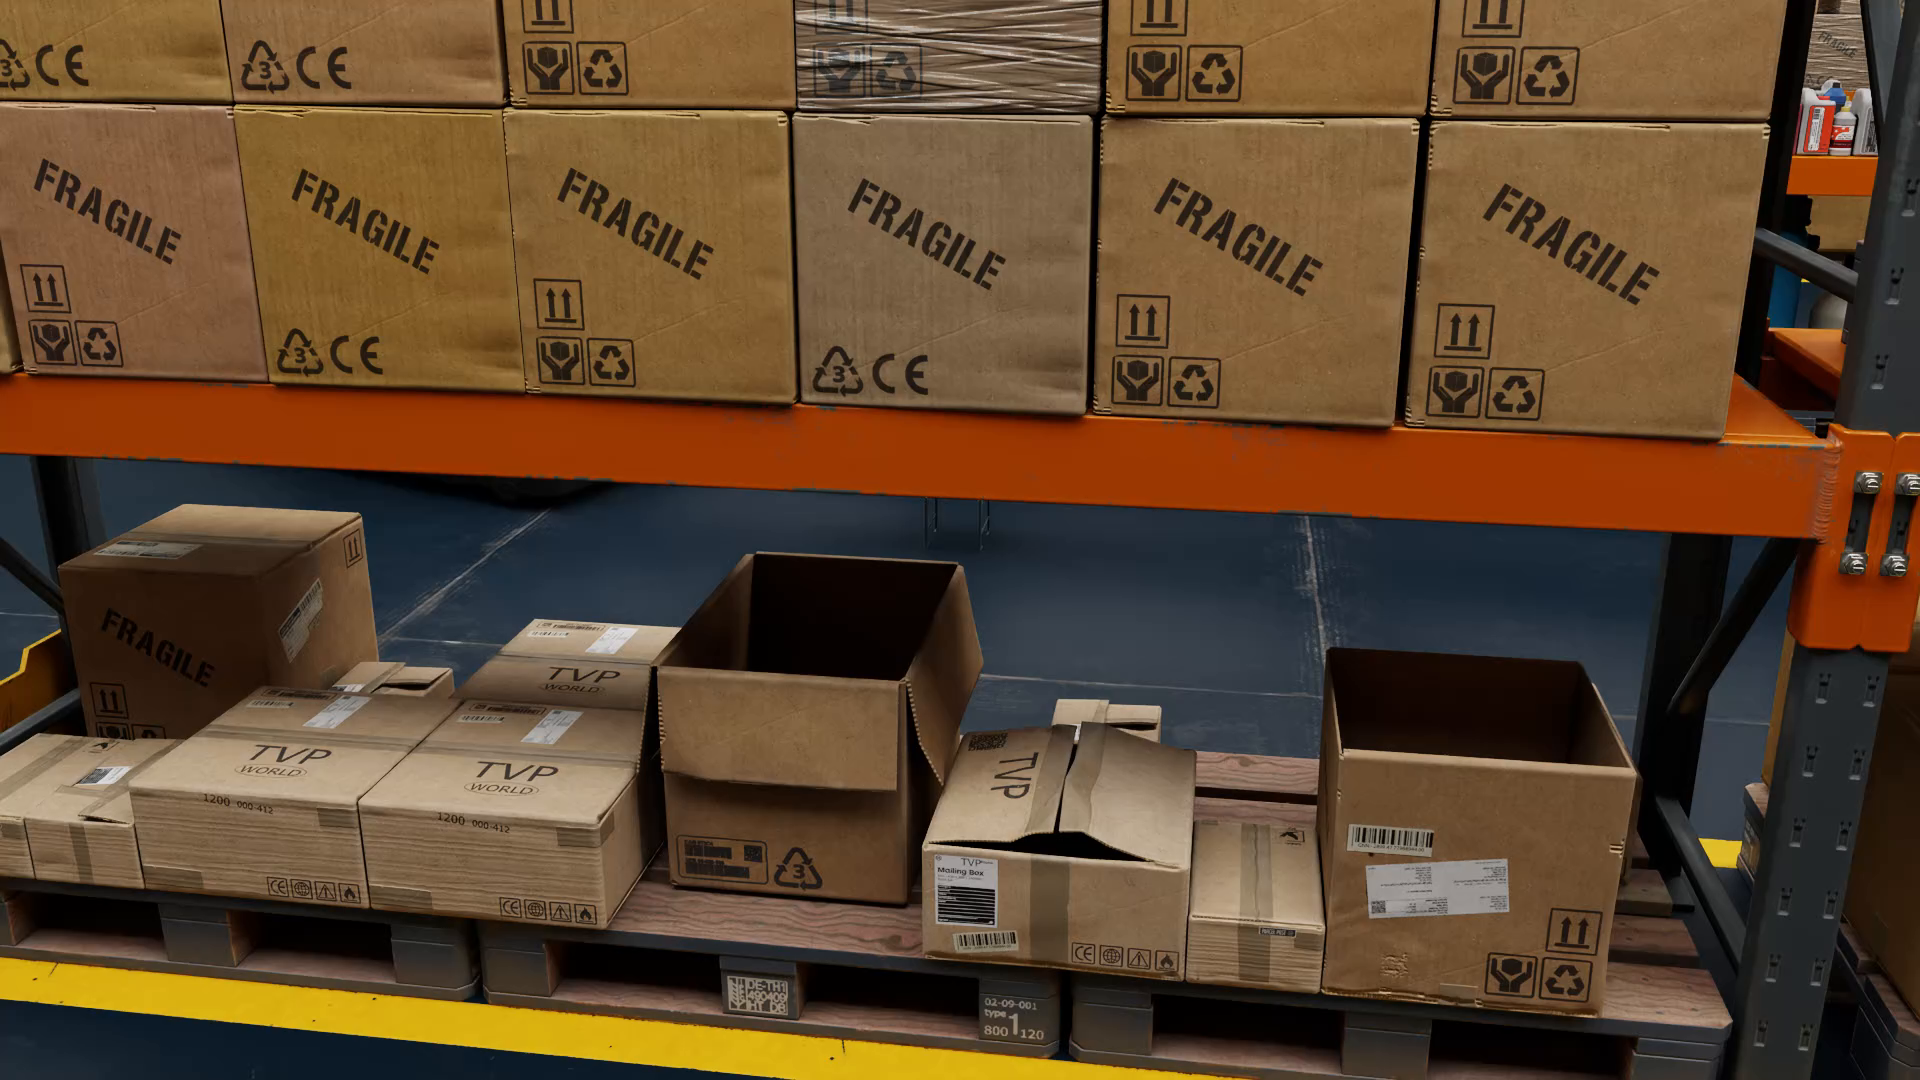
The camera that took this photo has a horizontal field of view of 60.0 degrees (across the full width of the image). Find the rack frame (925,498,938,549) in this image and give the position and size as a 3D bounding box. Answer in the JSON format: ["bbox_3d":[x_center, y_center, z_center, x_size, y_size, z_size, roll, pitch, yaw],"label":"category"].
[{"bbox_3d":[-0.108,-0.432,6.177,0.006,0.900,0.240,3,19,9],"label":"rack frame"}]

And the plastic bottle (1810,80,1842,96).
[{"bbox_3d":[4.012,-2.006,7.766,0.135,0.276,0.152,3,19,9],"label":"plastic bottle"}]

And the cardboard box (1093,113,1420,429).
[{"bbox_3d":[0.519,-0.512,2.947,0.500,0.500,0.500,3,19,10],"label":"cardboard box"}]

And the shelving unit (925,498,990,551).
[{"bbox_3d":[-0.008,-0.427,6.162,0.210,0.900,0.258,3,19,9],"label":"shelving unit"}]

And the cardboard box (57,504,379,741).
[{"bbox_3d":[-1.811,0.232,4.129,0.500,0.500,0.500,3,19,9],"label":"cardboard box"}]

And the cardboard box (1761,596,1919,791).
[{"bbox_3d":[2.095,0.418,3.573,0.500,0.500,0.500,3,19,8],"label":"cardboard box"}]

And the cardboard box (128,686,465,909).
[{"bbox_3d":[-1.402,0.542,3.597,0.500,0.250,0.500,3,19,9],"label":"cardboard box"}]

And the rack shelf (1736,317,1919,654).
[{"bbox_3d":[3.537,-0.052,2.865,4.000,0.370,1.077,3,19,9],"label":"rack shelf"}]

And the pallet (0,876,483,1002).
[{"bbox_3d":[-1.525,0.671,3.965,1.213,0.211,1.003,3,19,9],"label":"pallet"}]

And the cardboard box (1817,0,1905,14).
[{"bbox_3d":[6.367,-3.961,11.675,0.637,0.503,0.797,4,19,11],"label":"cardboard box"}]

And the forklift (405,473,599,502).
[{"bbox_3d":[-2.641,-1.869,7.271,3.031,2.935,1.130,11,21,29],"label":"forklift"}]

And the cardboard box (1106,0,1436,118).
[{"bbox_3d":[0.515,-0.985,2.785,0.500,0.500,0.500,3,19,8],"label":"cardboard box"}]

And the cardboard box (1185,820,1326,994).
[{"bbox_3d":[0.575,0.710,3.255,0.250,0.149,0.380,3,19,9],"label":"cardboard box"}]

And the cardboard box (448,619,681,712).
[{"bbox_3d":[-0.878,0.408,3.998,0.500,0.250,0.500,3,19,9],"label":"cardboard box"}]

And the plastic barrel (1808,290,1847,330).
[{"bbox_3d":[4.128,-0.940,7.644,0.421,0.512,0.421,0,18,0],"label":"plastic barrel"}]

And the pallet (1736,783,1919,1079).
[{"bbox_3d":[2.371,0.858,3.407,1.213,0.211,1.003,3,19,9],"label":"pallet"}]

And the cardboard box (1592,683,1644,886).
[{"bbox_3d":[1.182,0.484,3.674,0.500,0.311,0.500,3,19,9],"label":"cardboard box"}]

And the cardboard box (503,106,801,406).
[{"bbox_3d":[-0.492,-0.561,3.096,0.500,0.500,0.500,3,19,9],"label":"cardboard box"}]

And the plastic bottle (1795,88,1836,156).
[{"bbox_3d":[3.662,-1.797,7.143,0.135,0.276,0.152,3,19,9],"label":"plastic bottle"}]

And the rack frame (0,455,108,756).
[{"bbox_3d":[-2.387,-0.695,3.653,0.127,3.000,1.000,3,19,9],"label":"rack frame"}]

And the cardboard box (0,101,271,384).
[{"bbox_3d":[-1.481,-0.613,3.251,0.500,0.500,0.500,3,19,8],"label":"cardboard box"}]

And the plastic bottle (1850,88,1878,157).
[{"bbox_3d":[3.891,-1.786,7.108,0.135,0.276,0.152,3,19,9],"label":"plastic bottle"}]

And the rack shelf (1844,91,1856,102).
[{"bbox_3d":[5.112,-3.155,12.140,4.000,0.370,1.077,3,19,9],"label":"rack shelf"}]

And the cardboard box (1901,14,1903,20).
[{"bbox_3d":[6.560,-3.390,11.551,0.500,0.500,0.500,4,19,10],"label":"cardboard box"}]

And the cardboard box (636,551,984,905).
[{"bbox_3d":[-0.294,0.388,3.656,0.637,0.503,0.797,3,19,9],"label":"cardboard box"}]

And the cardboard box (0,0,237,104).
[{"bbox_3d":[-1.474,-1.088,3.094,0.500,0.500,0.500,3,19,9],"label":"cardboard box"}]

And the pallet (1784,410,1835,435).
[{"bbox_3d":[4.315,-0.611,7.795,1.213,0.211,1.003,3,19,9],"label":"pallet"}]

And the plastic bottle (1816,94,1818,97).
[{"bbox_3d":[3.686,-1.845,7.286,0.135,0.276,0.152,3,19,9],"label":"plastic bottle"}]

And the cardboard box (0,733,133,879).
[{"bbox_3d":[-2.028,0.577,3.651,0.250,0.149,0.380,3,19,9],"label":"cardboard box"}]

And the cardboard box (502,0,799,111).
[{"bbox_3d":[-0.479,-1.036,2.938,0.500,0.500,0.500,3,19,8],"label":"cardboard box"}]

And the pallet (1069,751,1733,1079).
[{"bbox_3d":[0.884,0.794,3.598,1.213,0.211,1.003,3,19,9],"label":"pallet"}]
